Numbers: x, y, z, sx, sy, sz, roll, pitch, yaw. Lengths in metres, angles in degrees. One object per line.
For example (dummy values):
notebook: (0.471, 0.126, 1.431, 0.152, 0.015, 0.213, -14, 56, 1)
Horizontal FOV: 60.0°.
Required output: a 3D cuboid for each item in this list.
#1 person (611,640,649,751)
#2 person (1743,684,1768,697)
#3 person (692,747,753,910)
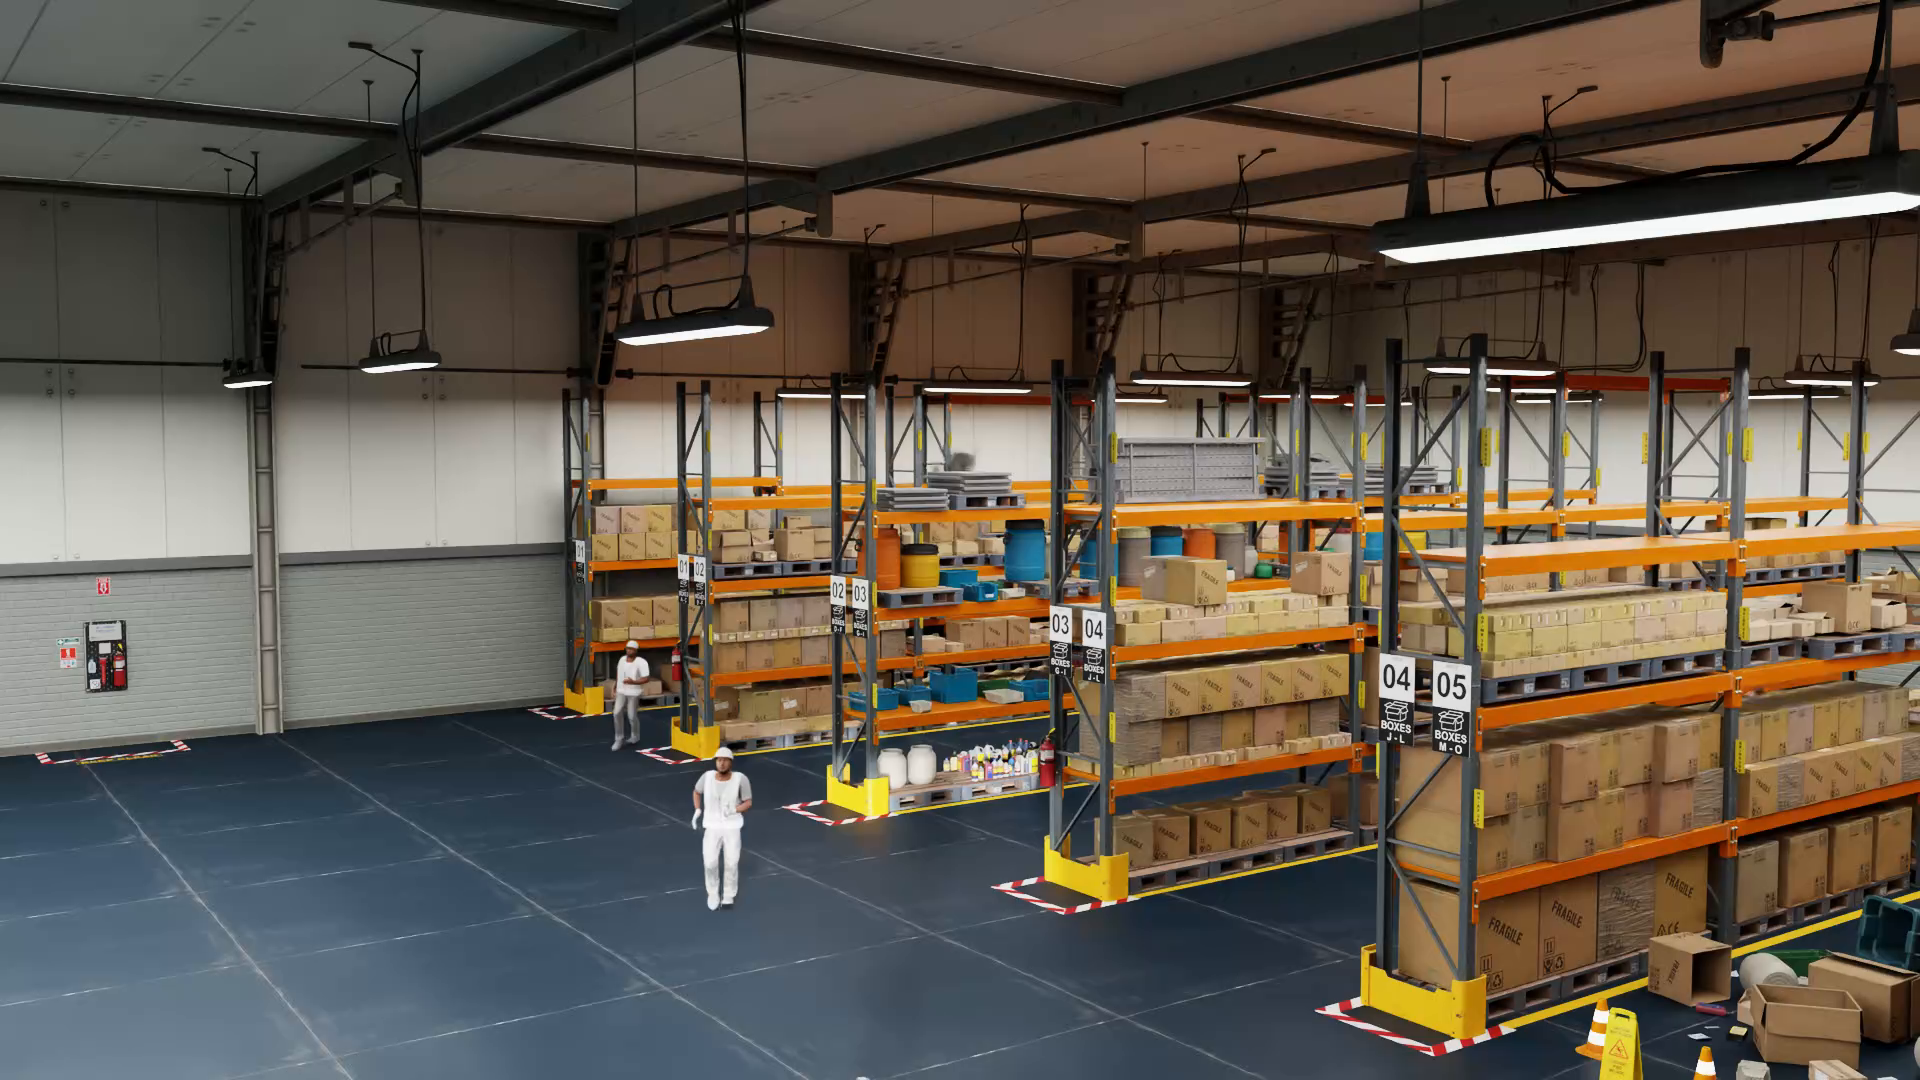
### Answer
person: (-5.402, 2.528, 27.260, 0.679, 1.775, 0.720, 1, 4, 15)
person: (11.304, 2.766, 23.587, 0.885, 1.759, 0.690, -3, 5, -37)
person: (-2.570, 3.120, 17.949, 0.662, 1.764, 0.683, 0, 4, -3)
